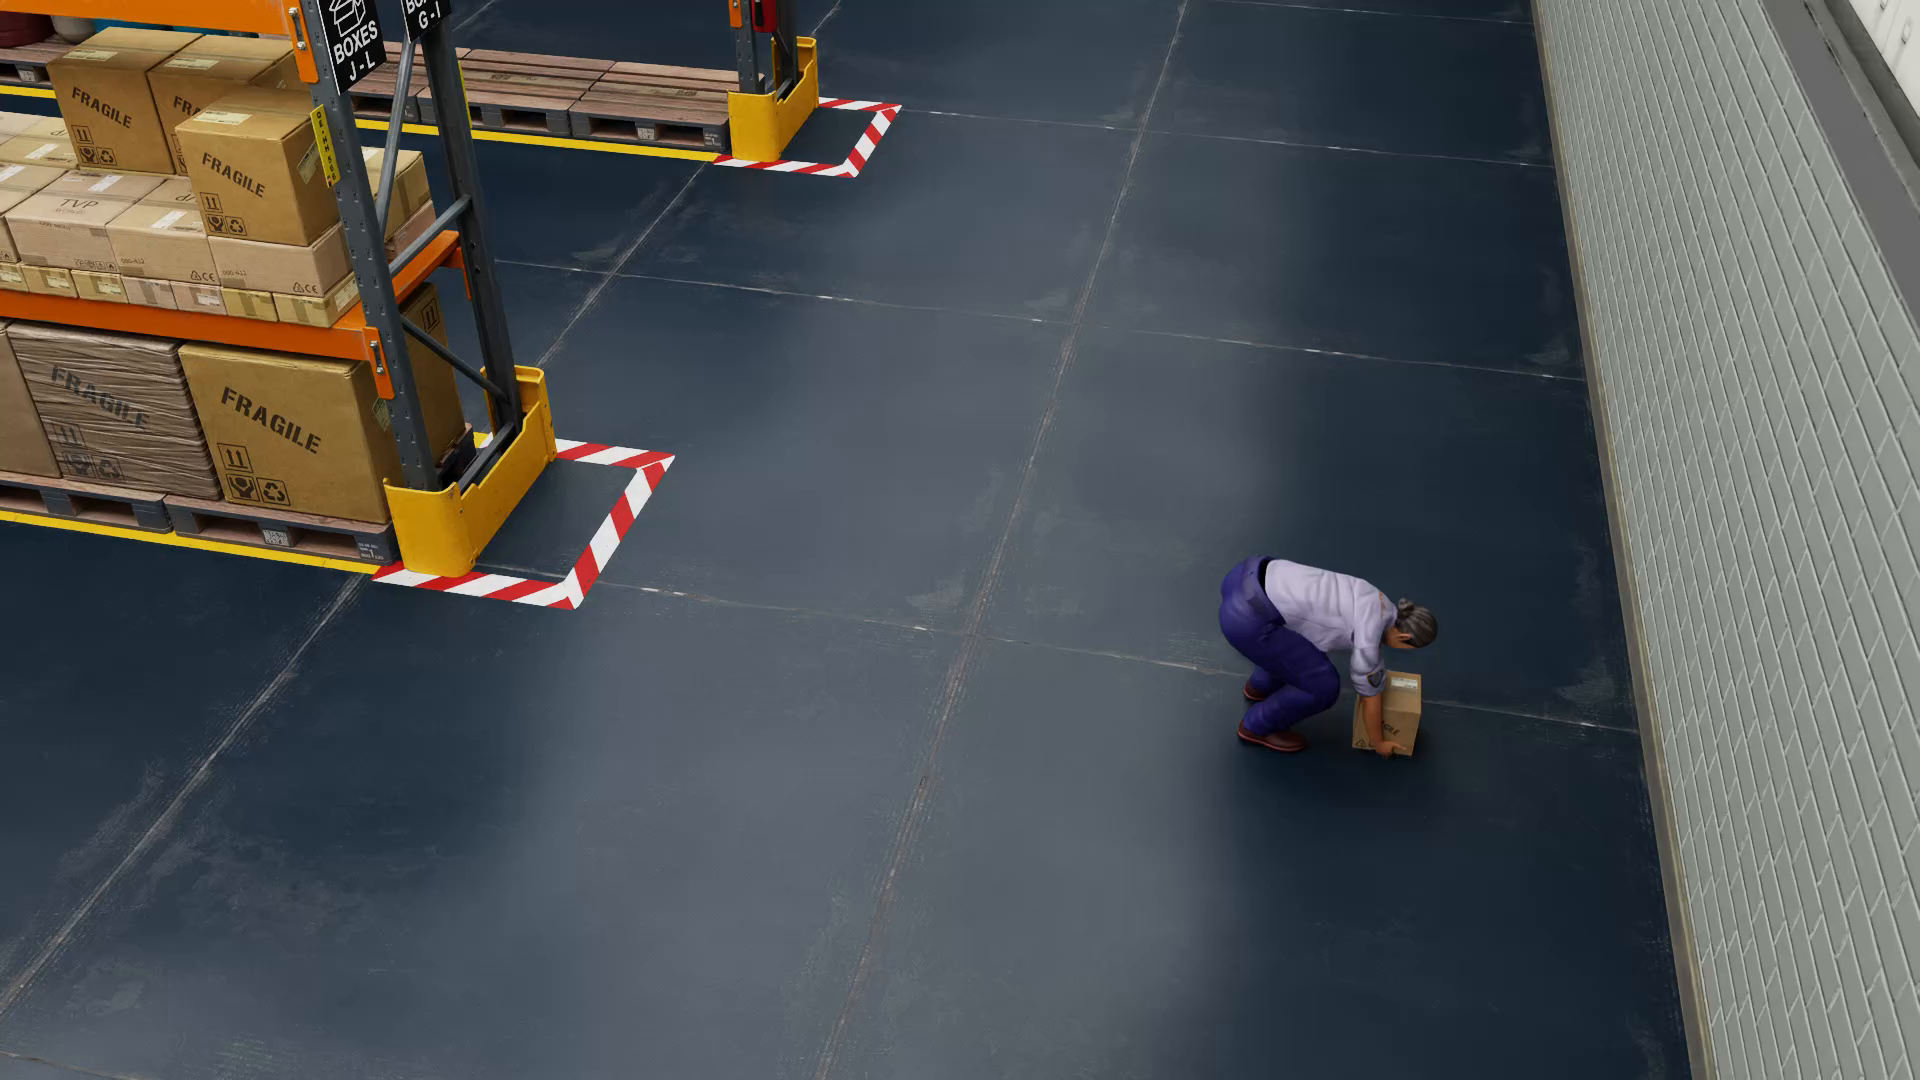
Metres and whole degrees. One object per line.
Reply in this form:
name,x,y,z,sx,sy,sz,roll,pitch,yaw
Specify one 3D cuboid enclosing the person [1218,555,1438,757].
person,1.527,0.476,7.029,0.900,0.830,0.522,6,37,8
